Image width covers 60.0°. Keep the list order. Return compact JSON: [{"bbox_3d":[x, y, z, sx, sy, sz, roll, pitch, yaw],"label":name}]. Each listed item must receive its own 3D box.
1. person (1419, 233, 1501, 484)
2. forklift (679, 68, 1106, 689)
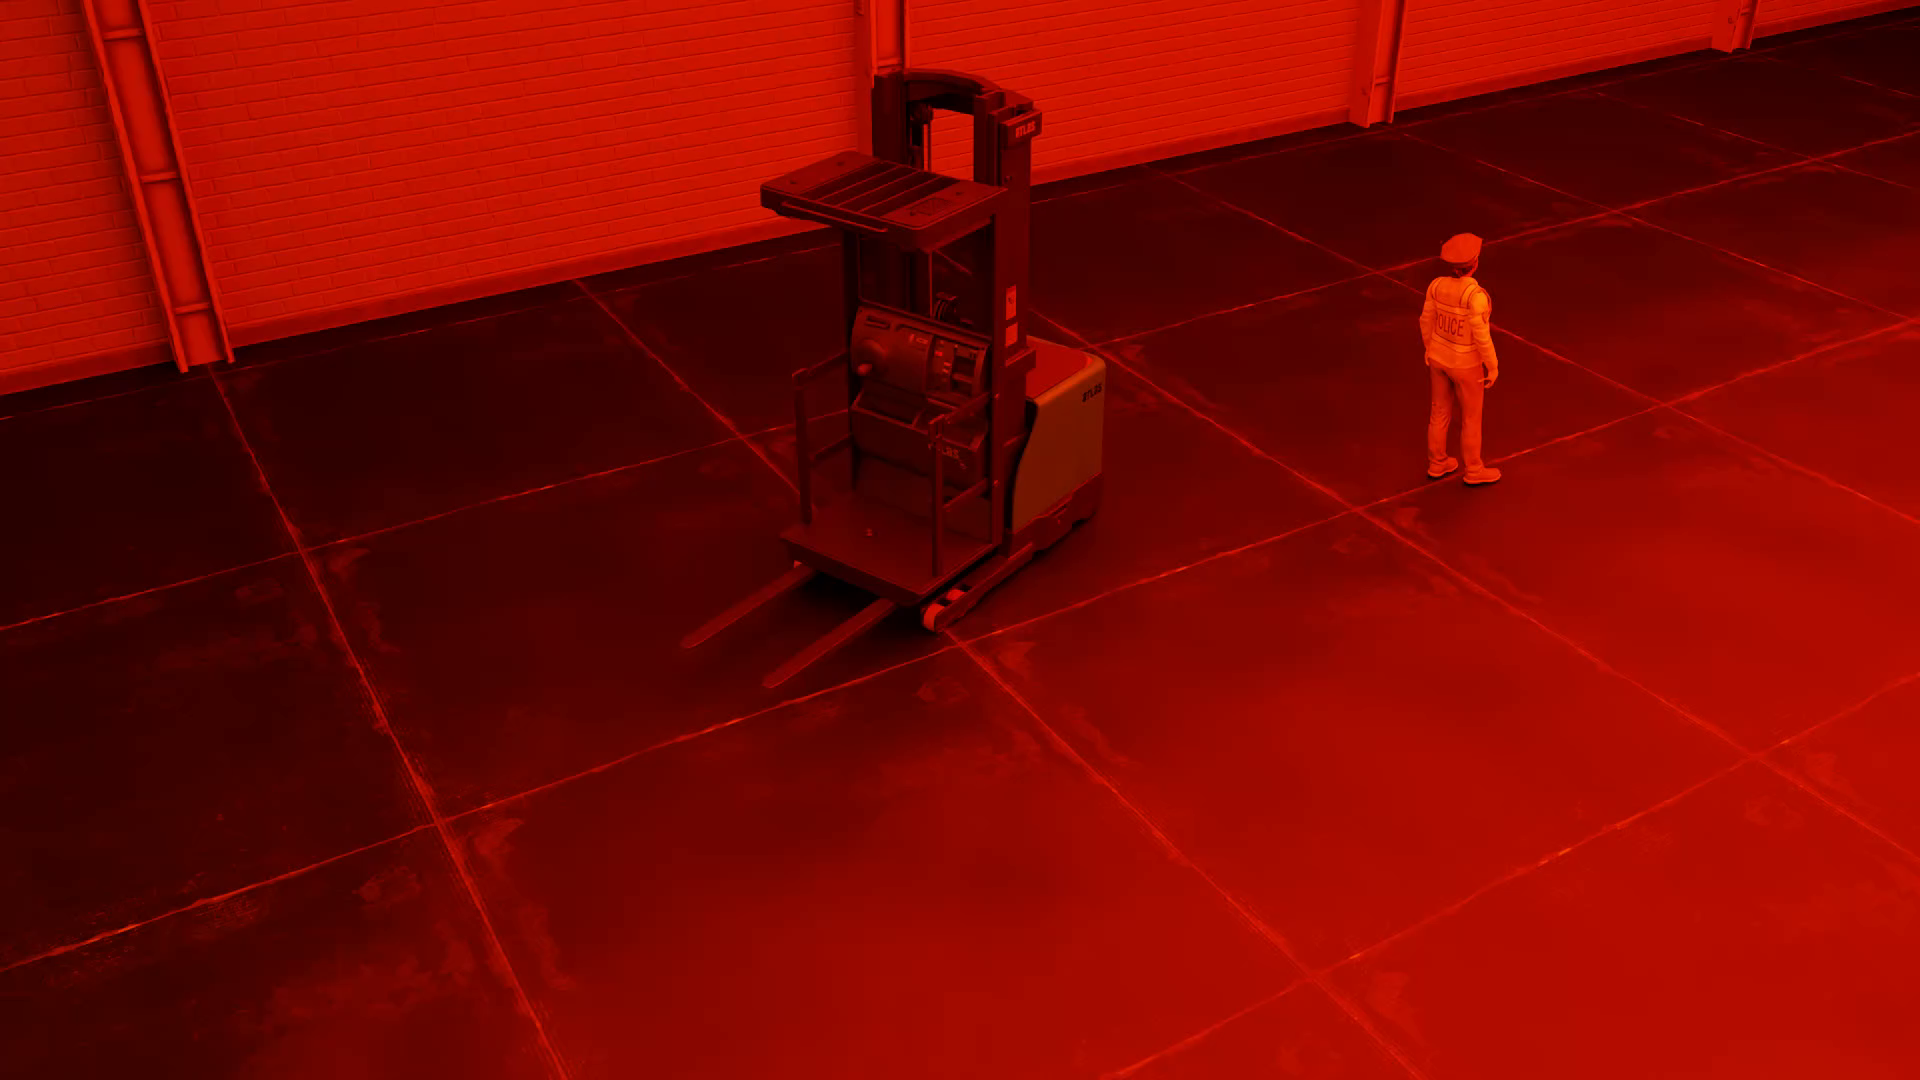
[{"bbox_3d":[3.270,-1.181,10.809,0.534,1.697,0.588,-20,36,-30],"label":"person"},{"bbox_3d":[-0.365,-1.007,9.329,1.130,2.935,3.031,21,37,31],"label":"forklift"}]
